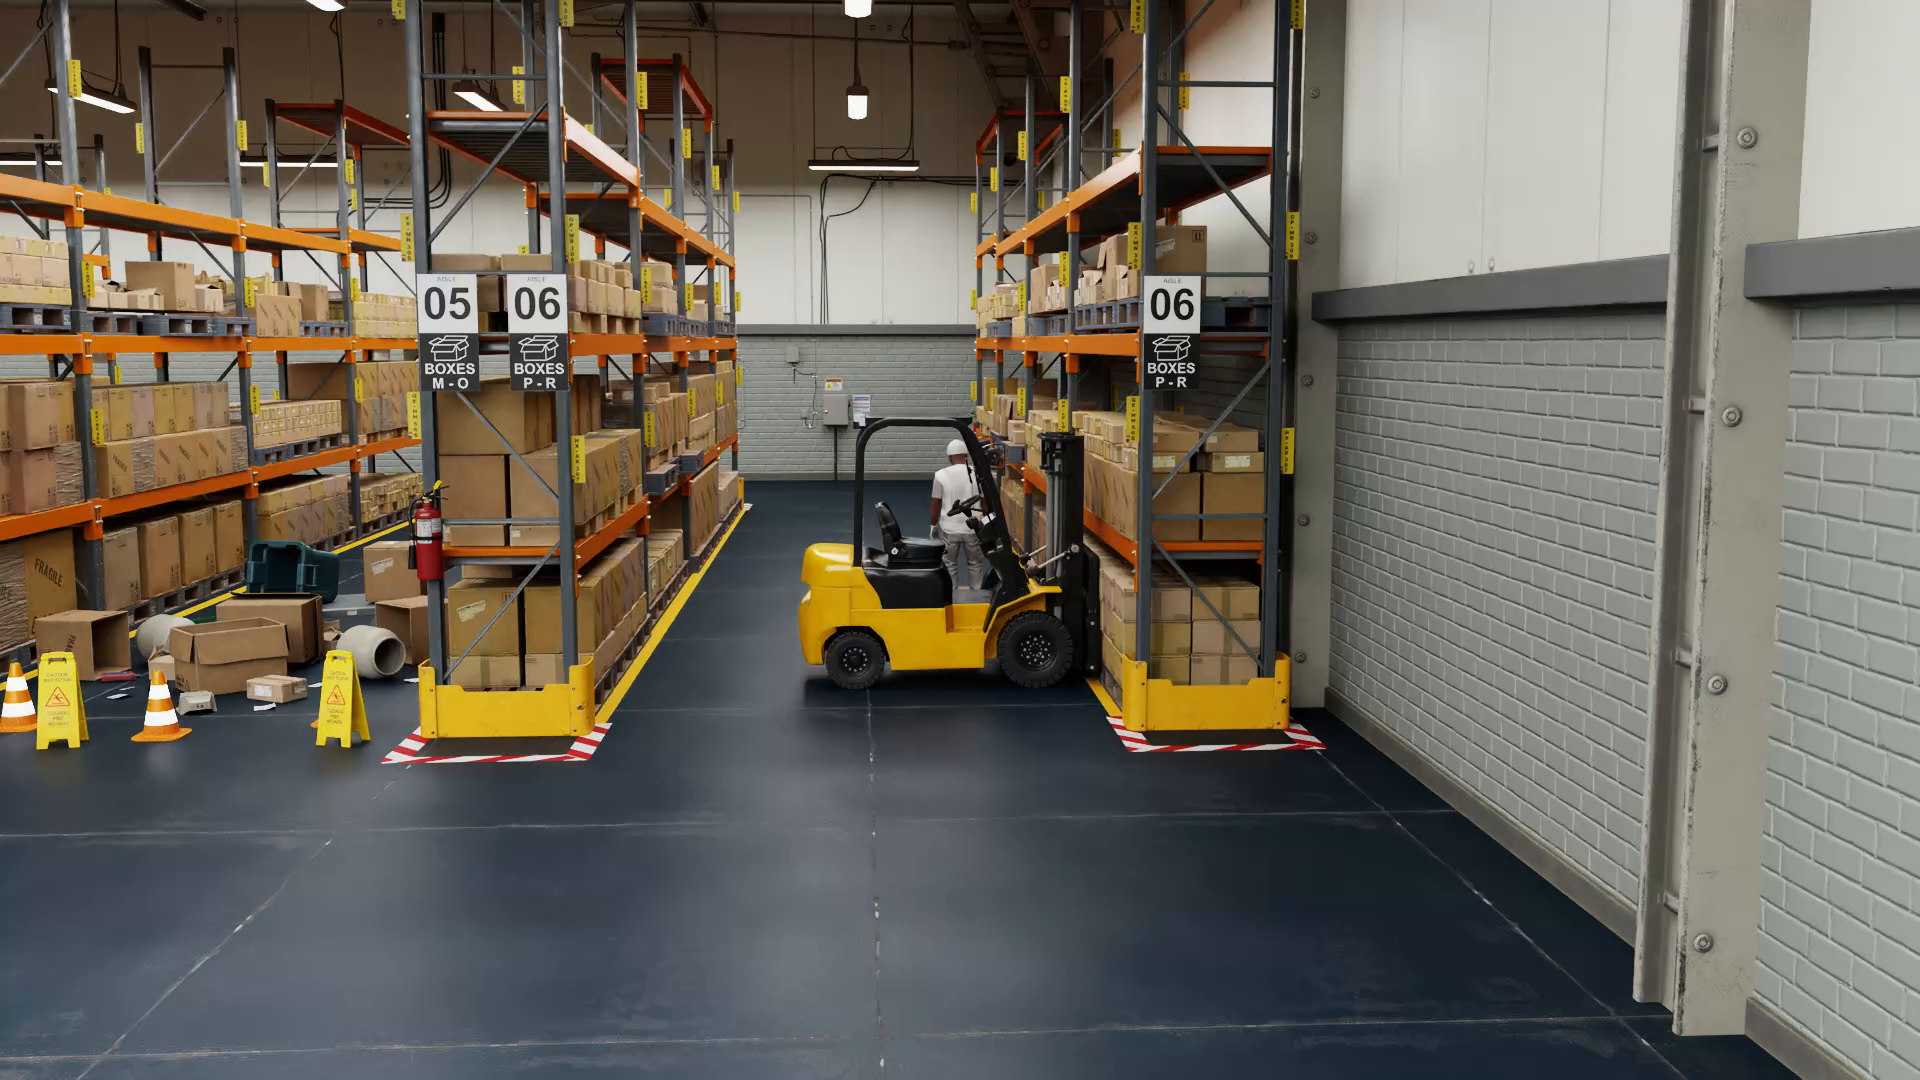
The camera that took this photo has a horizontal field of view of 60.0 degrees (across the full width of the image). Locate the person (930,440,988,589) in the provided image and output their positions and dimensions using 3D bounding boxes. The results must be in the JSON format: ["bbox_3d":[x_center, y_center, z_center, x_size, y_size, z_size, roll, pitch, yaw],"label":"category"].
[{"bbox_3d":[0.006,-0.114,16.660,0.617,1.772,0.452,-1,7,-7],"label":"person"}]
